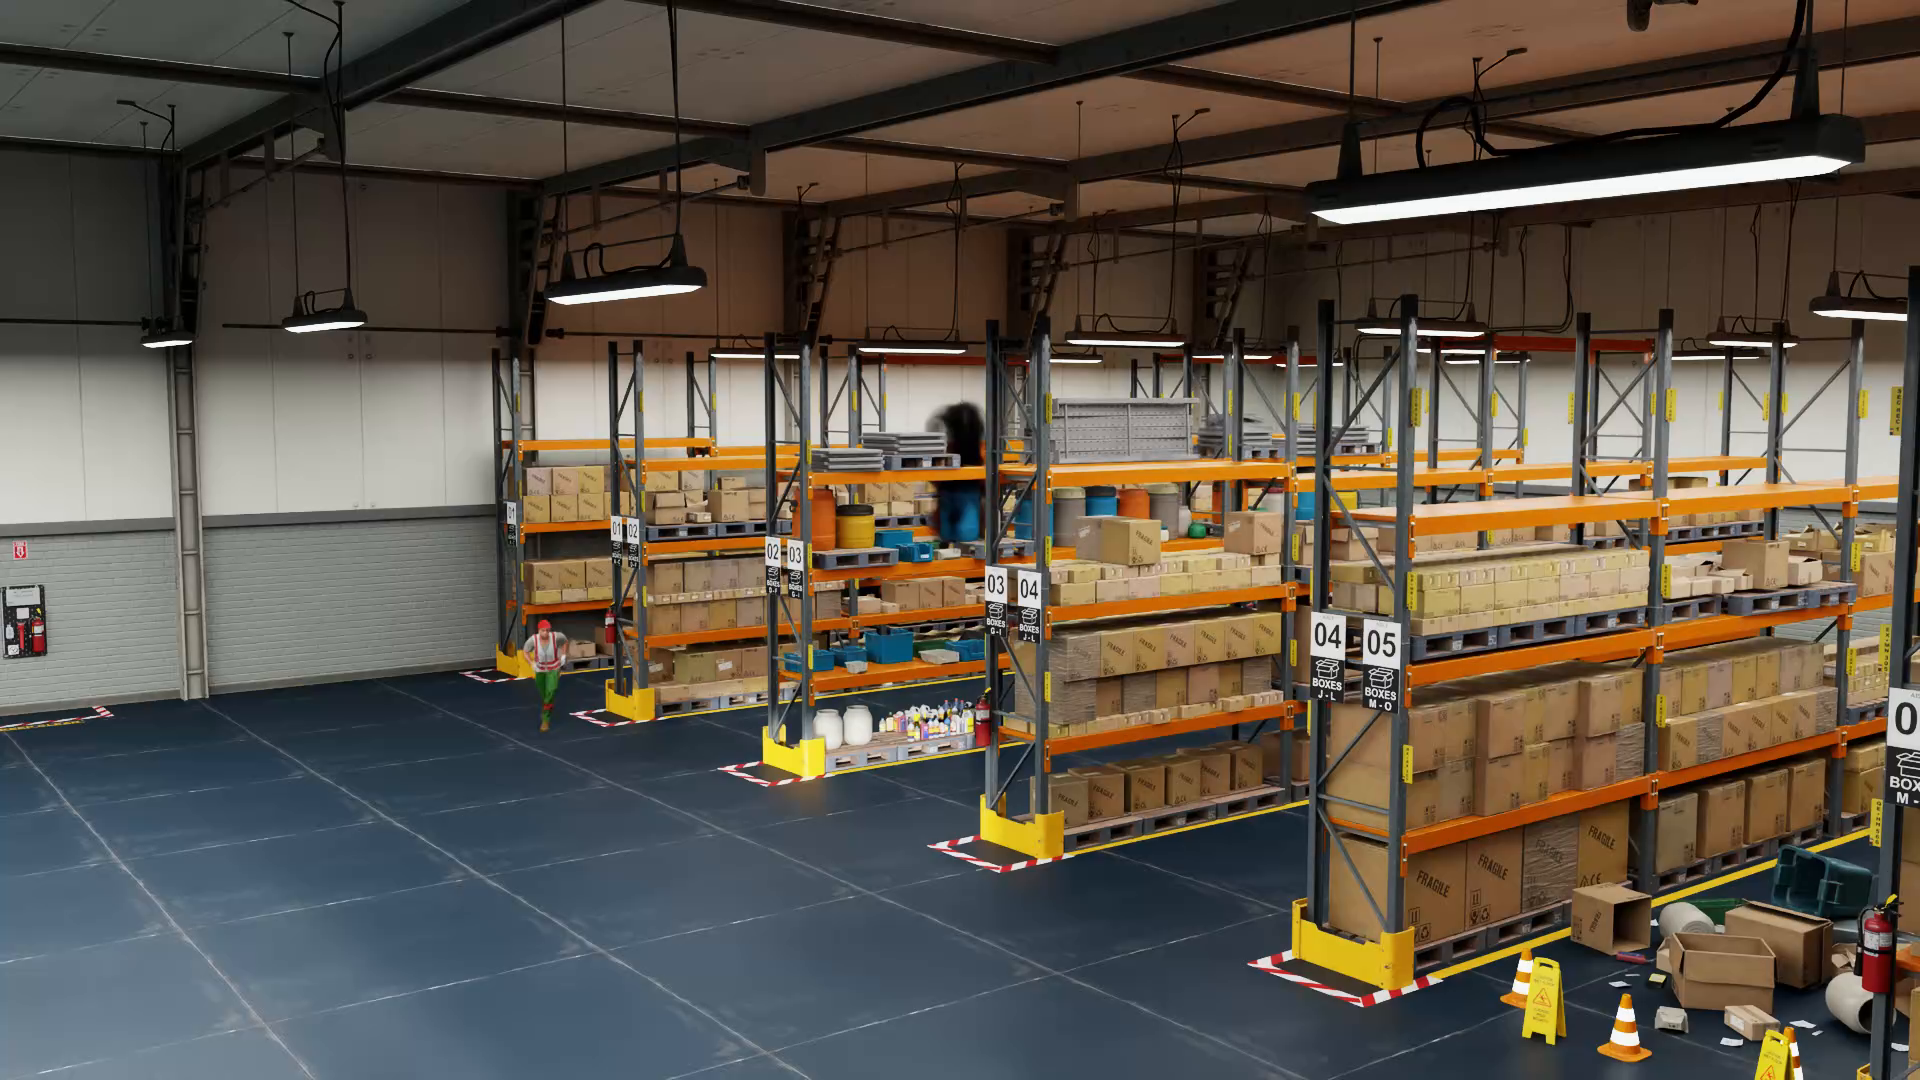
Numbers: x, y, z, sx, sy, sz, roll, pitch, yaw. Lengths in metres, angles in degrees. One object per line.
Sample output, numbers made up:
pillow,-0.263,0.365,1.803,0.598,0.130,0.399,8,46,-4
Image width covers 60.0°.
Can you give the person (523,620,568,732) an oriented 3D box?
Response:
person,-6.440,2.058,25.874,0.689,1.736,1.001,-1,5,-14
